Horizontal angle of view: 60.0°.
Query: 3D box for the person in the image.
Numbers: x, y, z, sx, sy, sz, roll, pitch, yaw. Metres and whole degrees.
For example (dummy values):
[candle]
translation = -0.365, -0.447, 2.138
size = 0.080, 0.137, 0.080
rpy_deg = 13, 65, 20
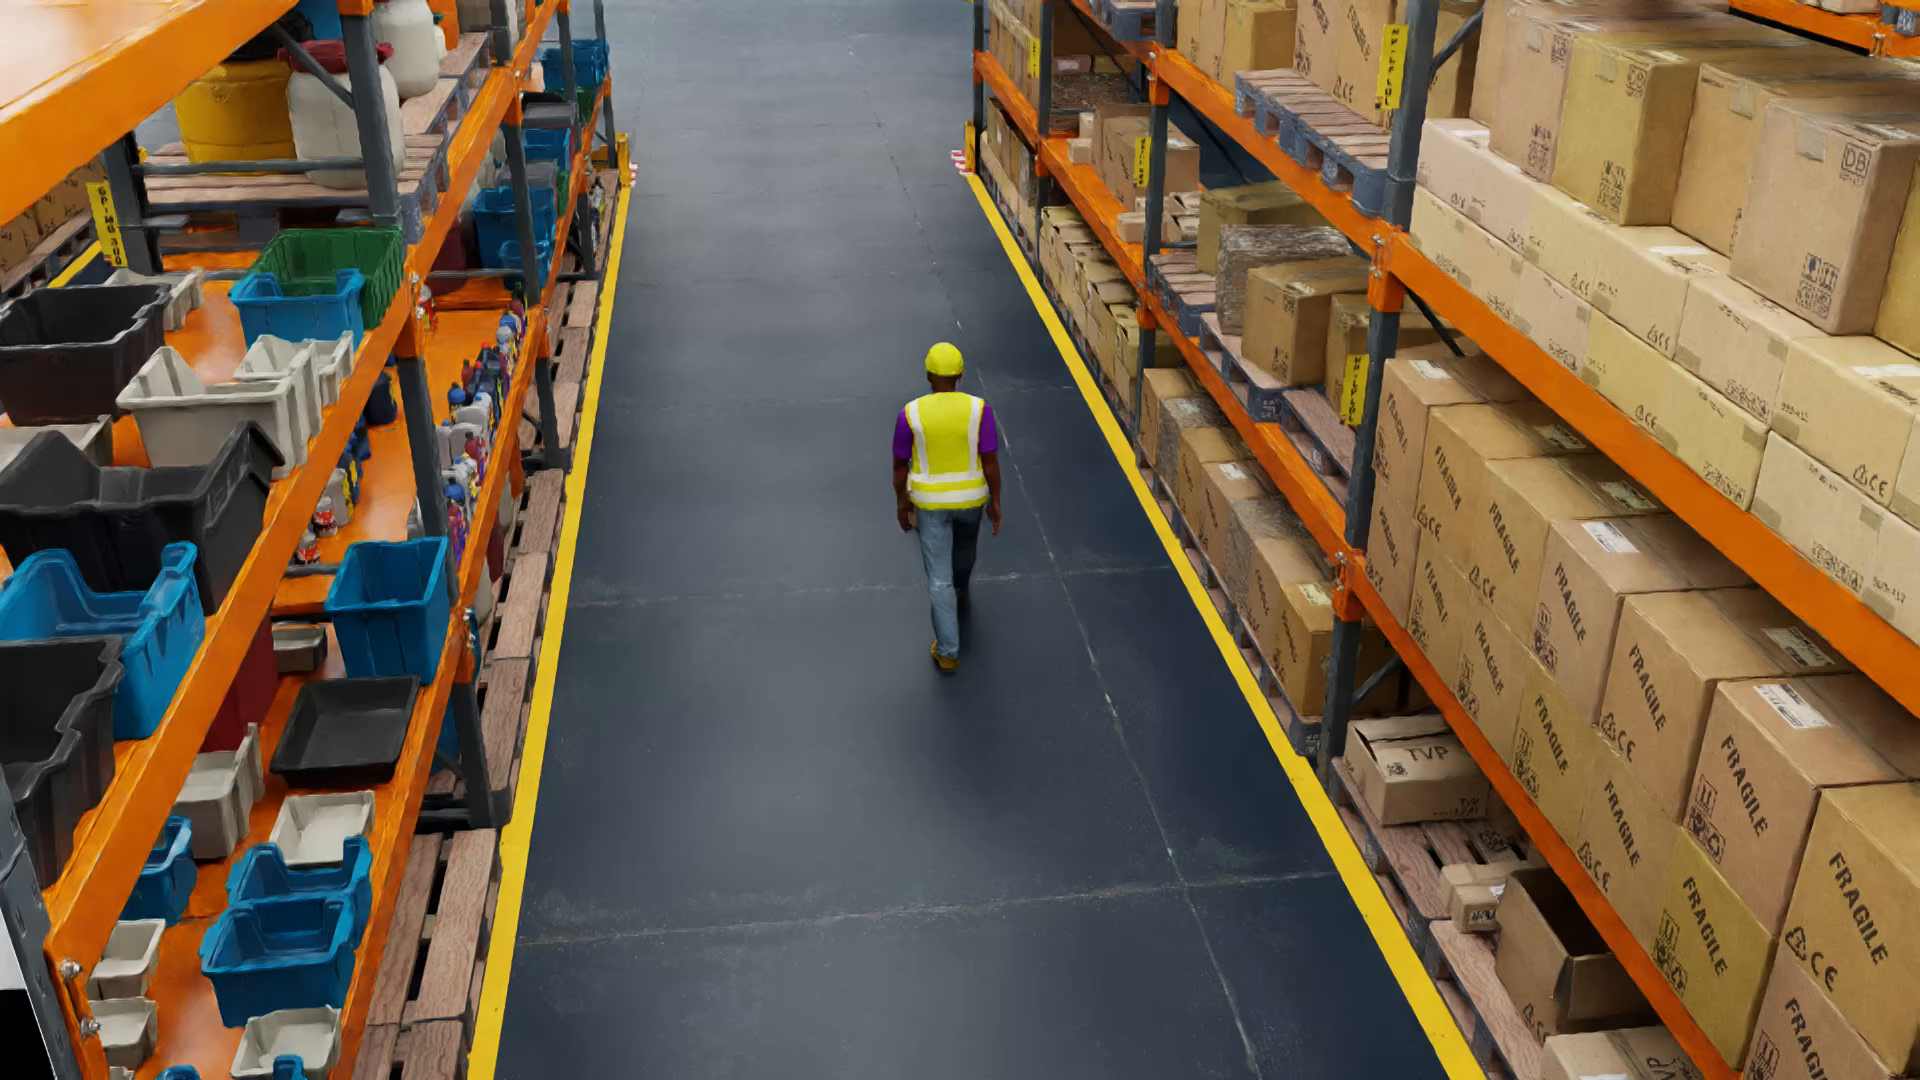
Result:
[person]
translation = -0.086, -0.254, 9.157
size = 0.580, 1.652, 1.124
rpy_deg = -4, 27, -8
